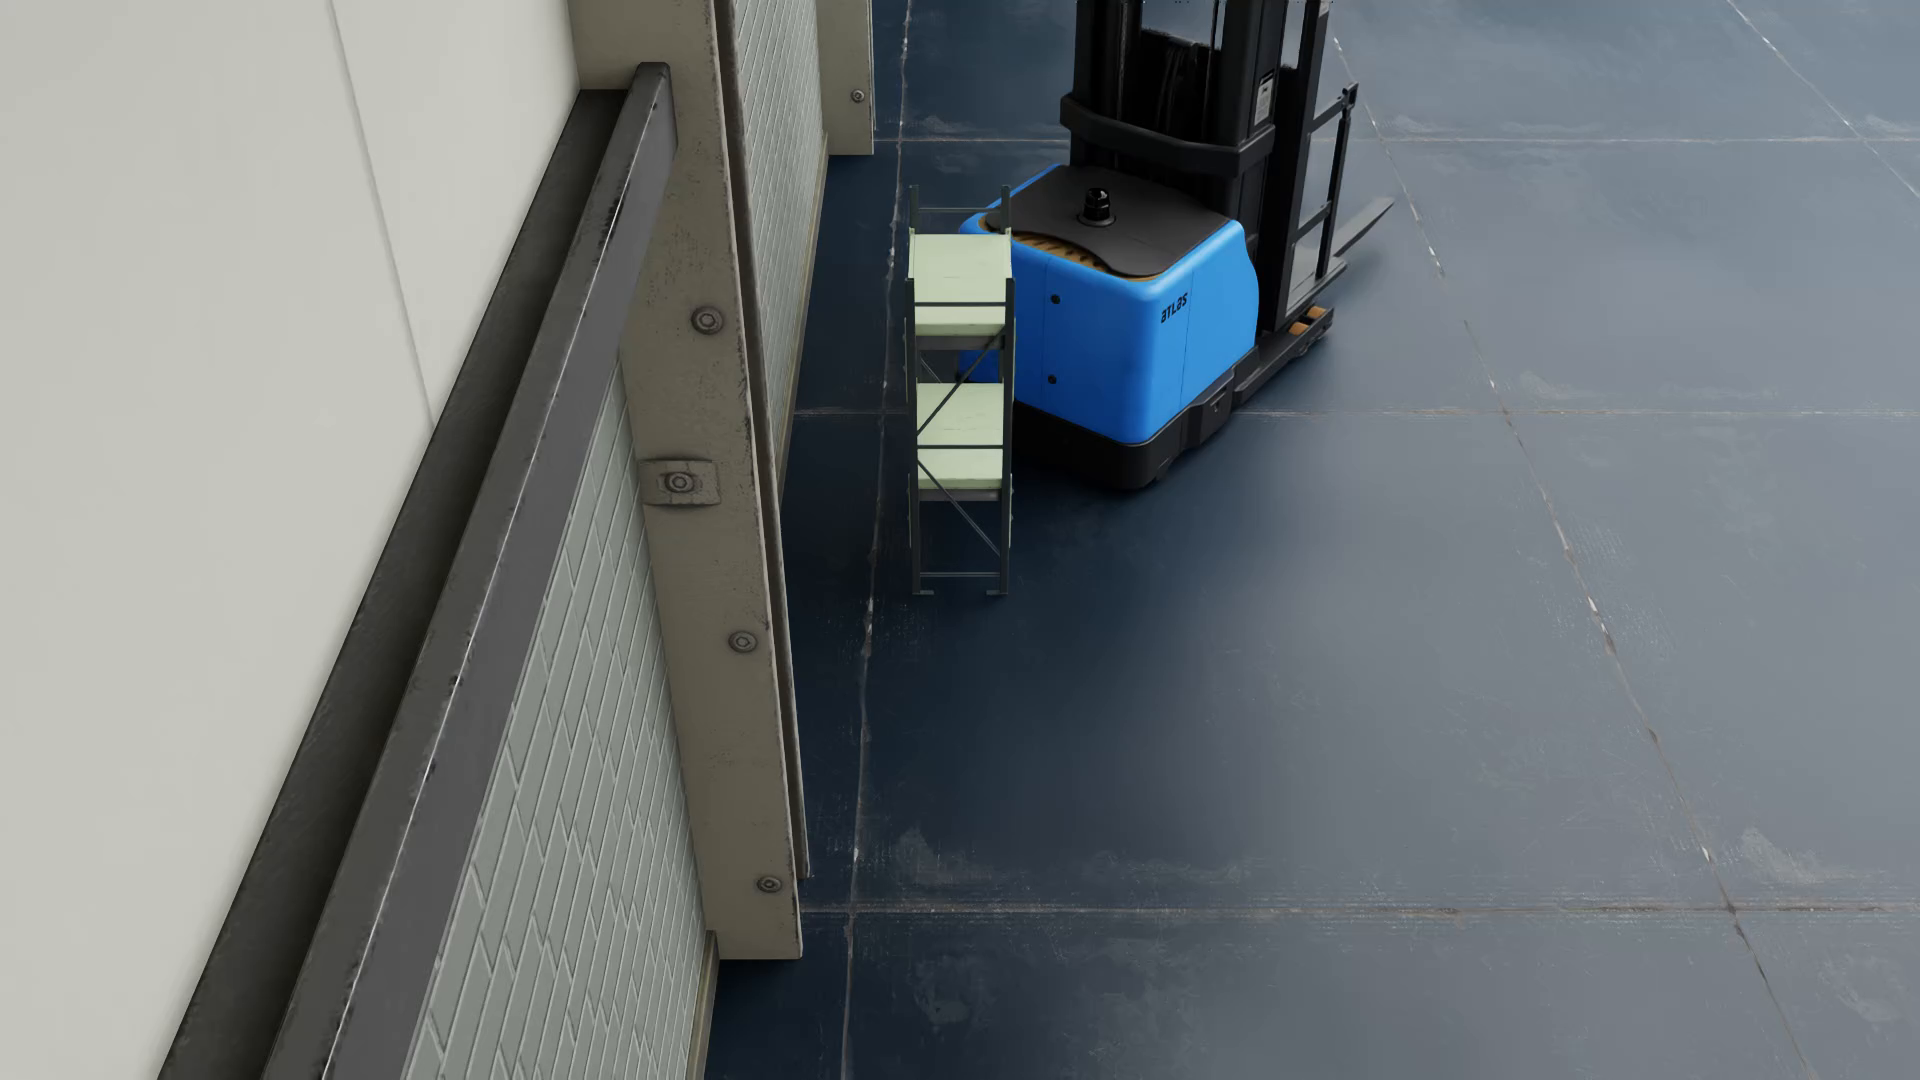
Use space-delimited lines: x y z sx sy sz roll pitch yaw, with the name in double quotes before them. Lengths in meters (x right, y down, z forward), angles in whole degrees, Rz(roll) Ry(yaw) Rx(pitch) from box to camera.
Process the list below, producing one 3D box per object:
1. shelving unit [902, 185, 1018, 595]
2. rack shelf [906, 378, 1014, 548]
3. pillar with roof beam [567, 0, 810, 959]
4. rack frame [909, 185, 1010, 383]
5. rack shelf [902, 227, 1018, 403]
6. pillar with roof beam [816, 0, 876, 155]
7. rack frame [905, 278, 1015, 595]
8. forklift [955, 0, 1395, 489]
"shelving unit" 0.000 -0.589 6.786 0.431 1.500 0.755 0 39 0
"rack shelf" 0.000 -0.335 6.990 0.431 0.370 0.720 0 39 0
"pillar with roof beam" 3.624 -2.249 2.861 9.100 9.000 0.400 0 39 0
"rack frame" 0.000 -0.818 7.072 0.400 1.500 0.023 0 39 0
"rack shelf" 0.000 -0.894 6.542 0.431 0.370 0.720 0 39 0
"pillar with roof beam" 3.617 -6.002 7.543 9.100 9.000 0.400 0 39 0
"rack frame" 0.000 -0.361 6.501 0.400 1.500 0.023 0 39 0
"forklift" 1.257 -2.241 7.703 1.130 2.935 3.031 25 45 28
